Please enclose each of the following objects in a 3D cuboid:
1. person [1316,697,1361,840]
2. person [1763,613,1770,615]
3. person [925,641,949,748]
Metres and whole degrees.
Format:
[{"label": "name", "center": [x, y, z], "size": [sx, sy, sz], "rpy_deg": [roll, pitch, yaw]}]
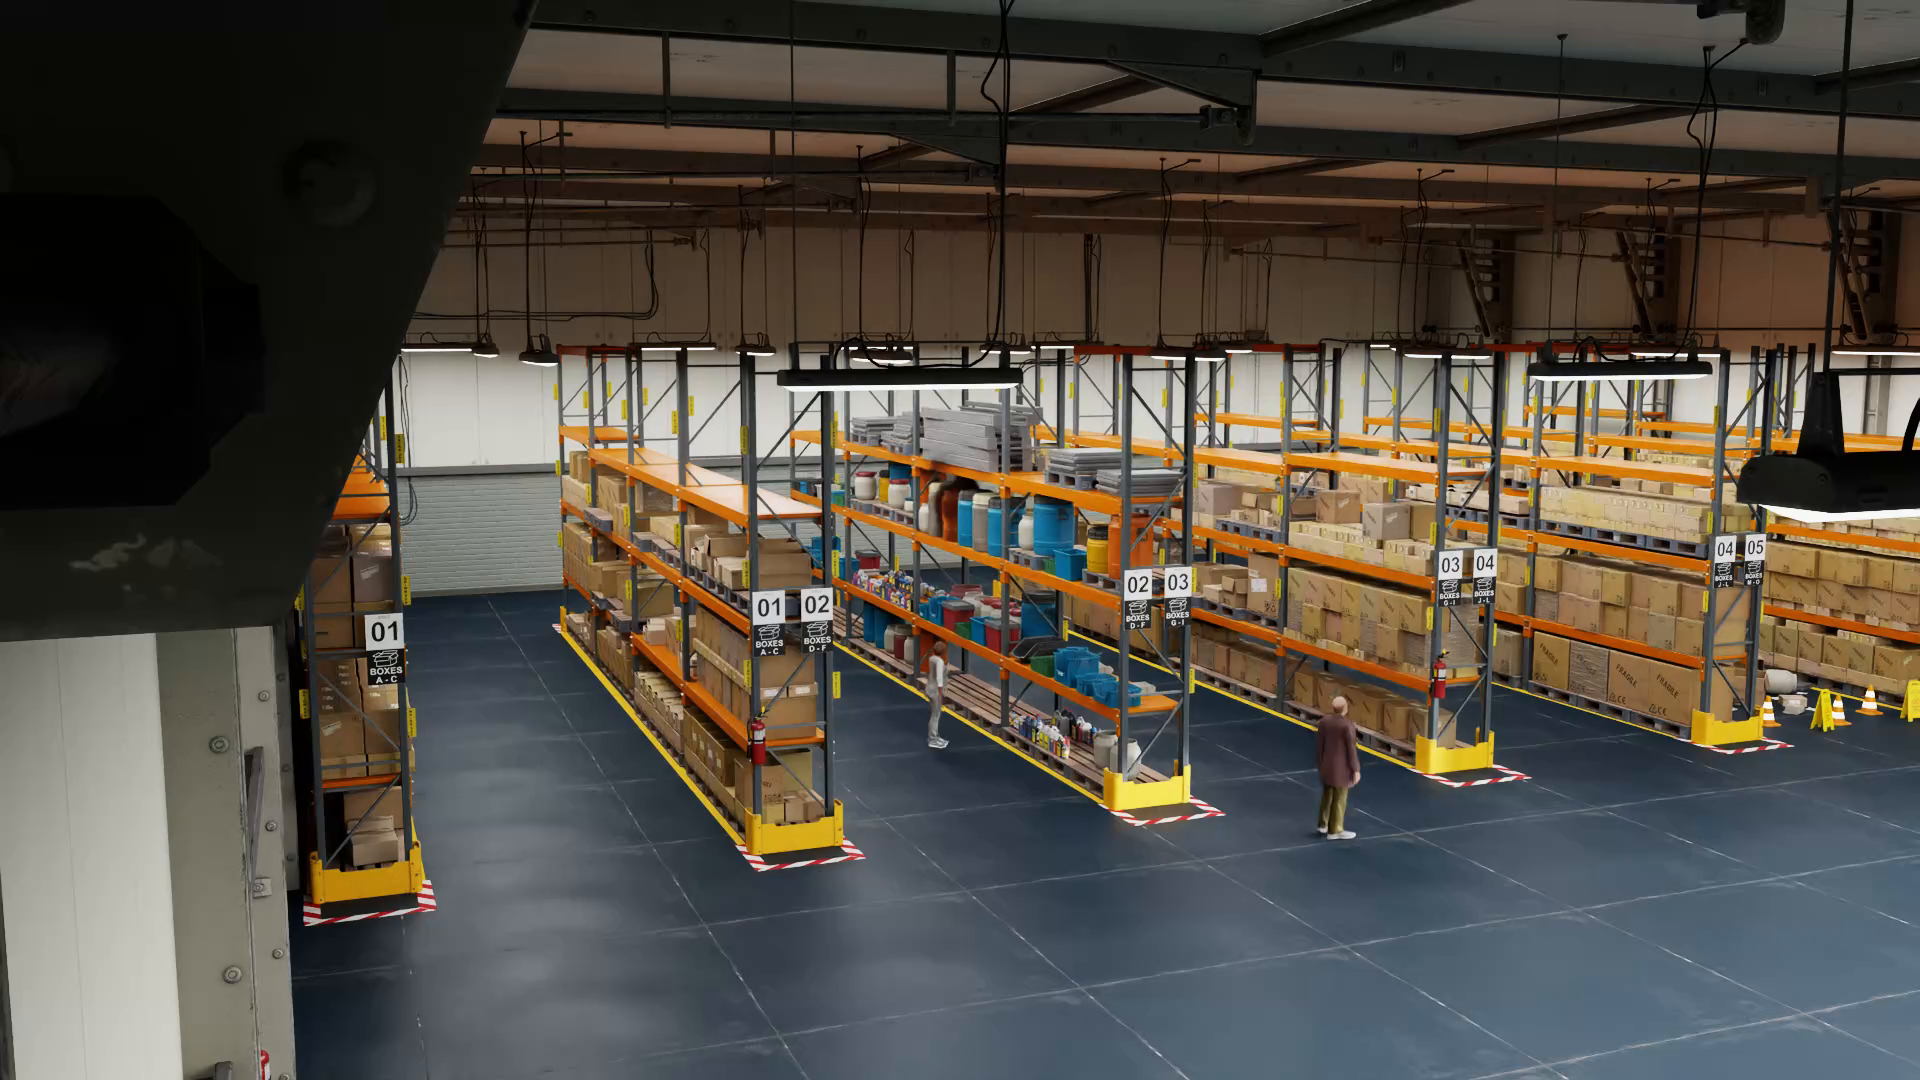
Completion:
[{"label": "person", "center": [4.741, 2.845, 20.729], "size": [0.462, 1.815, 0.687], "rpy_deg": [-5, 9, -35]}, {"label": "person", "center": [16.904, 0.994, 35.031], "size": [0.617, 1.822, 0.542], "rpy_deg": [-5, 9, -34]}, {"label": "person", "center": [-0.339, 2.322, 25.012], "size": [0.356, 1.609, 0.432], "rpy_deg": [-2, 8, -16]}]
